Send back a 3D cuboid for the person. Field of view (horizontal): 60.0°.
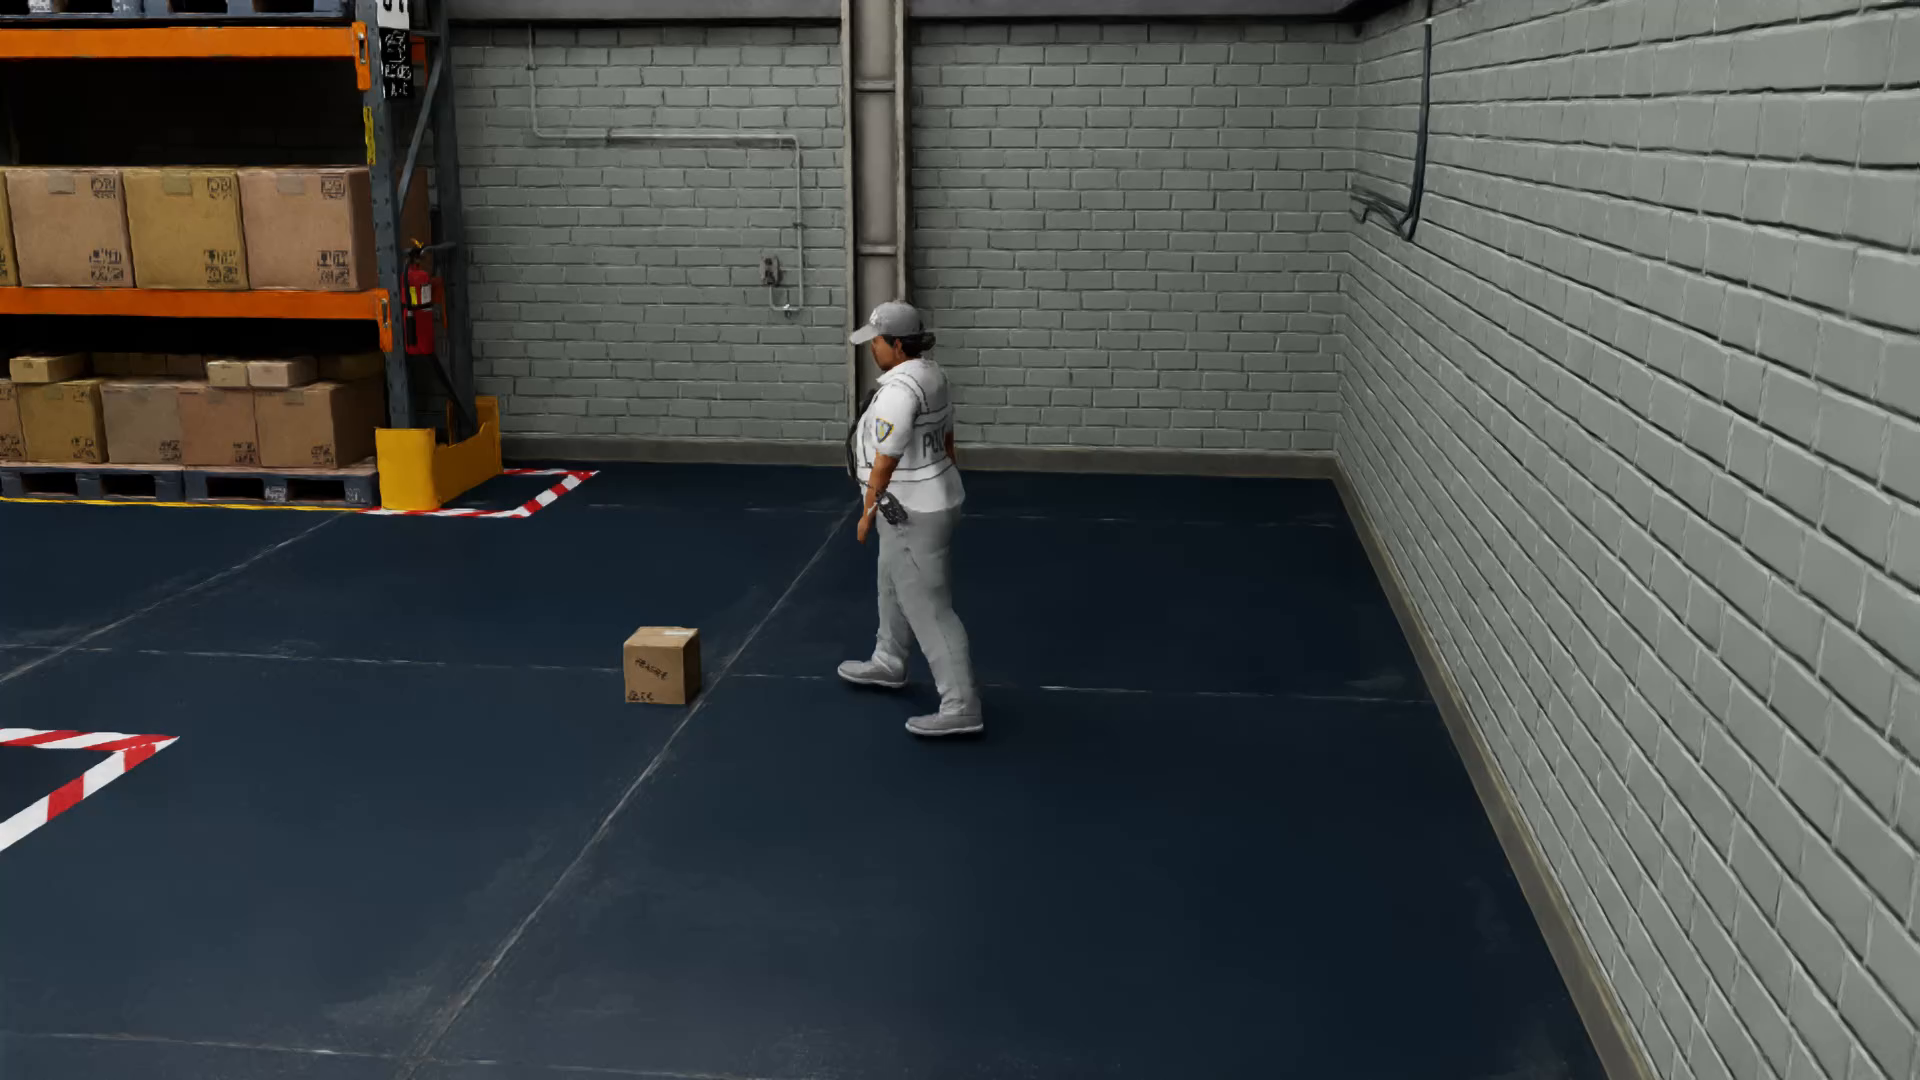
[{"bbox_3d":[-0.215,-0.119,6.446,0.717,1.631,0.615,3,15,13],"label":"person"}]
